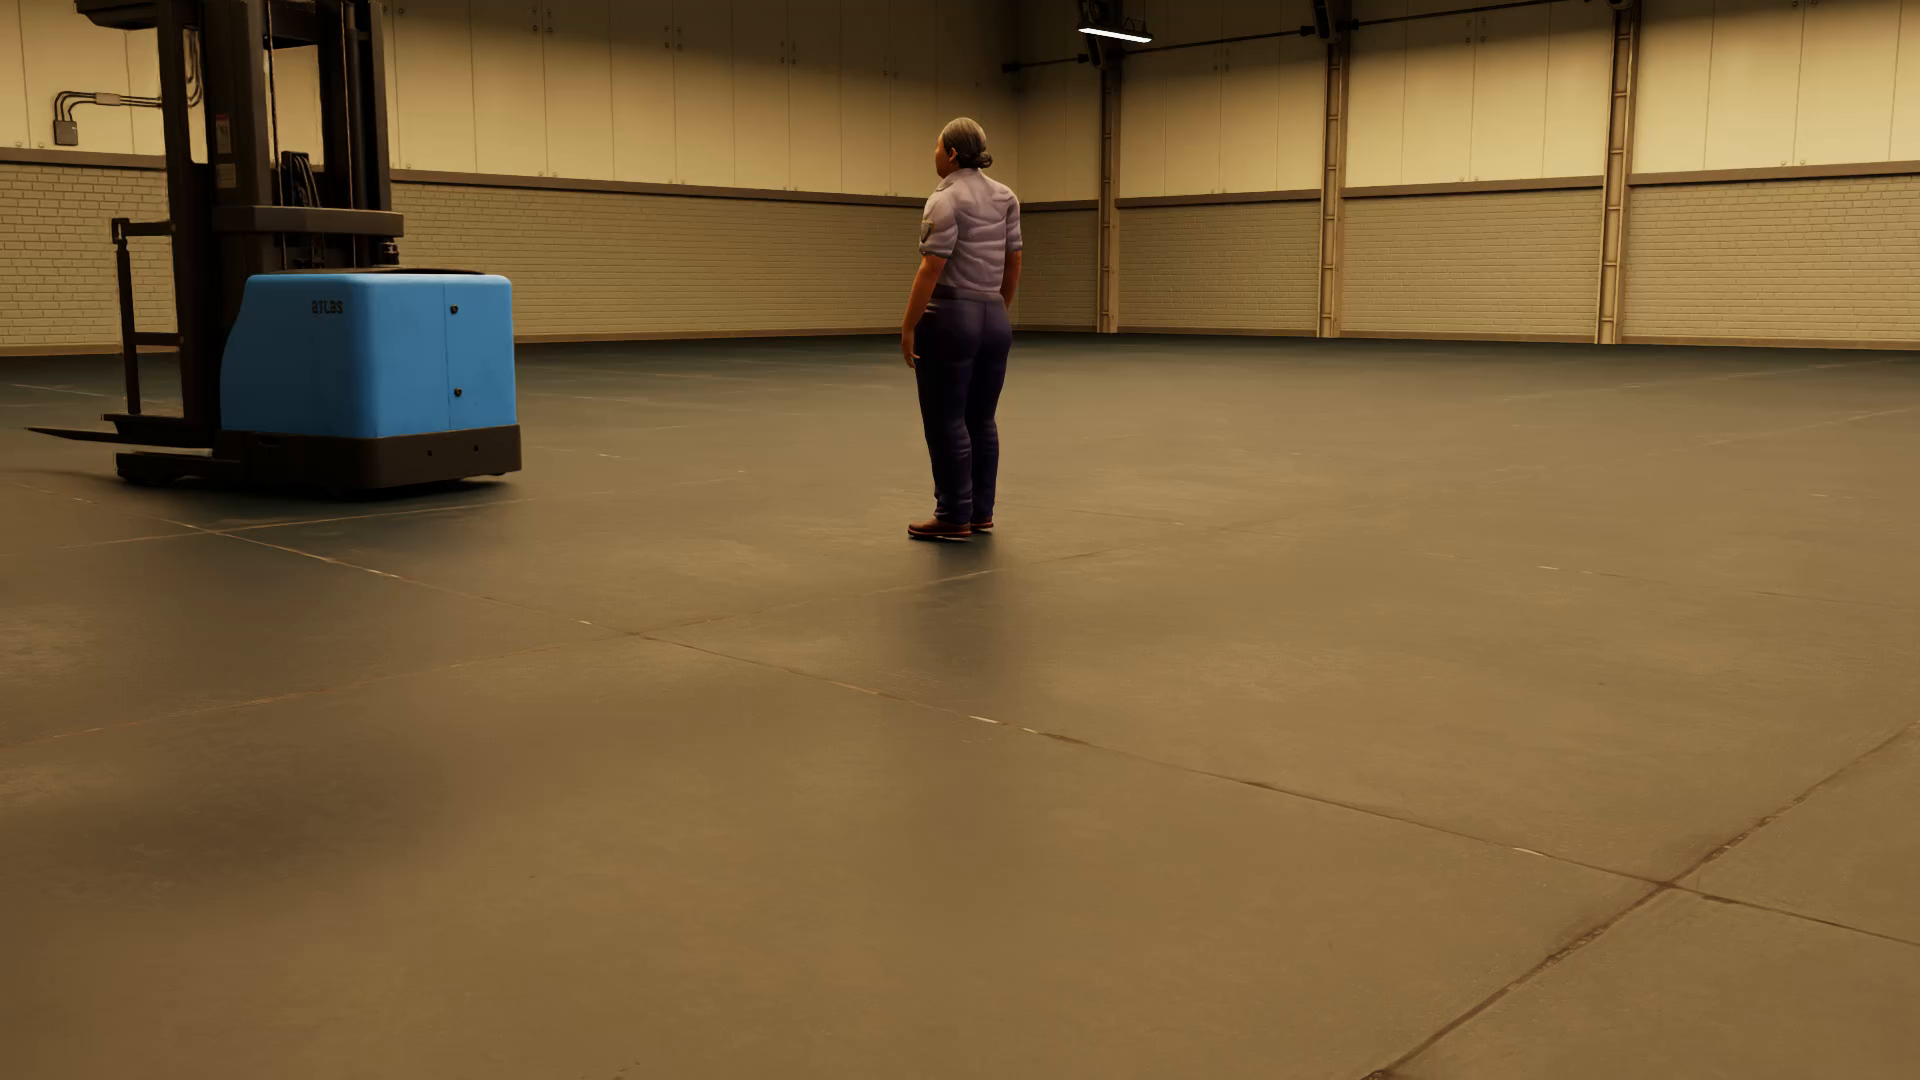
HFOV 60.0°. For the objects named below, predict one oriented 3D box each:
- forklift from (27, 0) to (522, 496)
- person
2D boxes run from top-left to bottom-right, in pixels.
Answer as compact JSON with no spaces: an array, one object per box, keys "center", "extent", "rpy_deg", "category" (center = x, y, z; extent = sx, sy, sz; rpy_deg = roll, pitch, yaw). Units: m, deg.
[{"center":[-3.814,-1.792,8.774],"extent":[3.031,2.935,1.130],"rpy_deg":[5,10,30],"category":"forklift"},{"center":[-0.049,-0.833,6.672],"extent":[0.502,1.651,0.598],"rpy_deg":[8,12,43],"category":"person"}]
